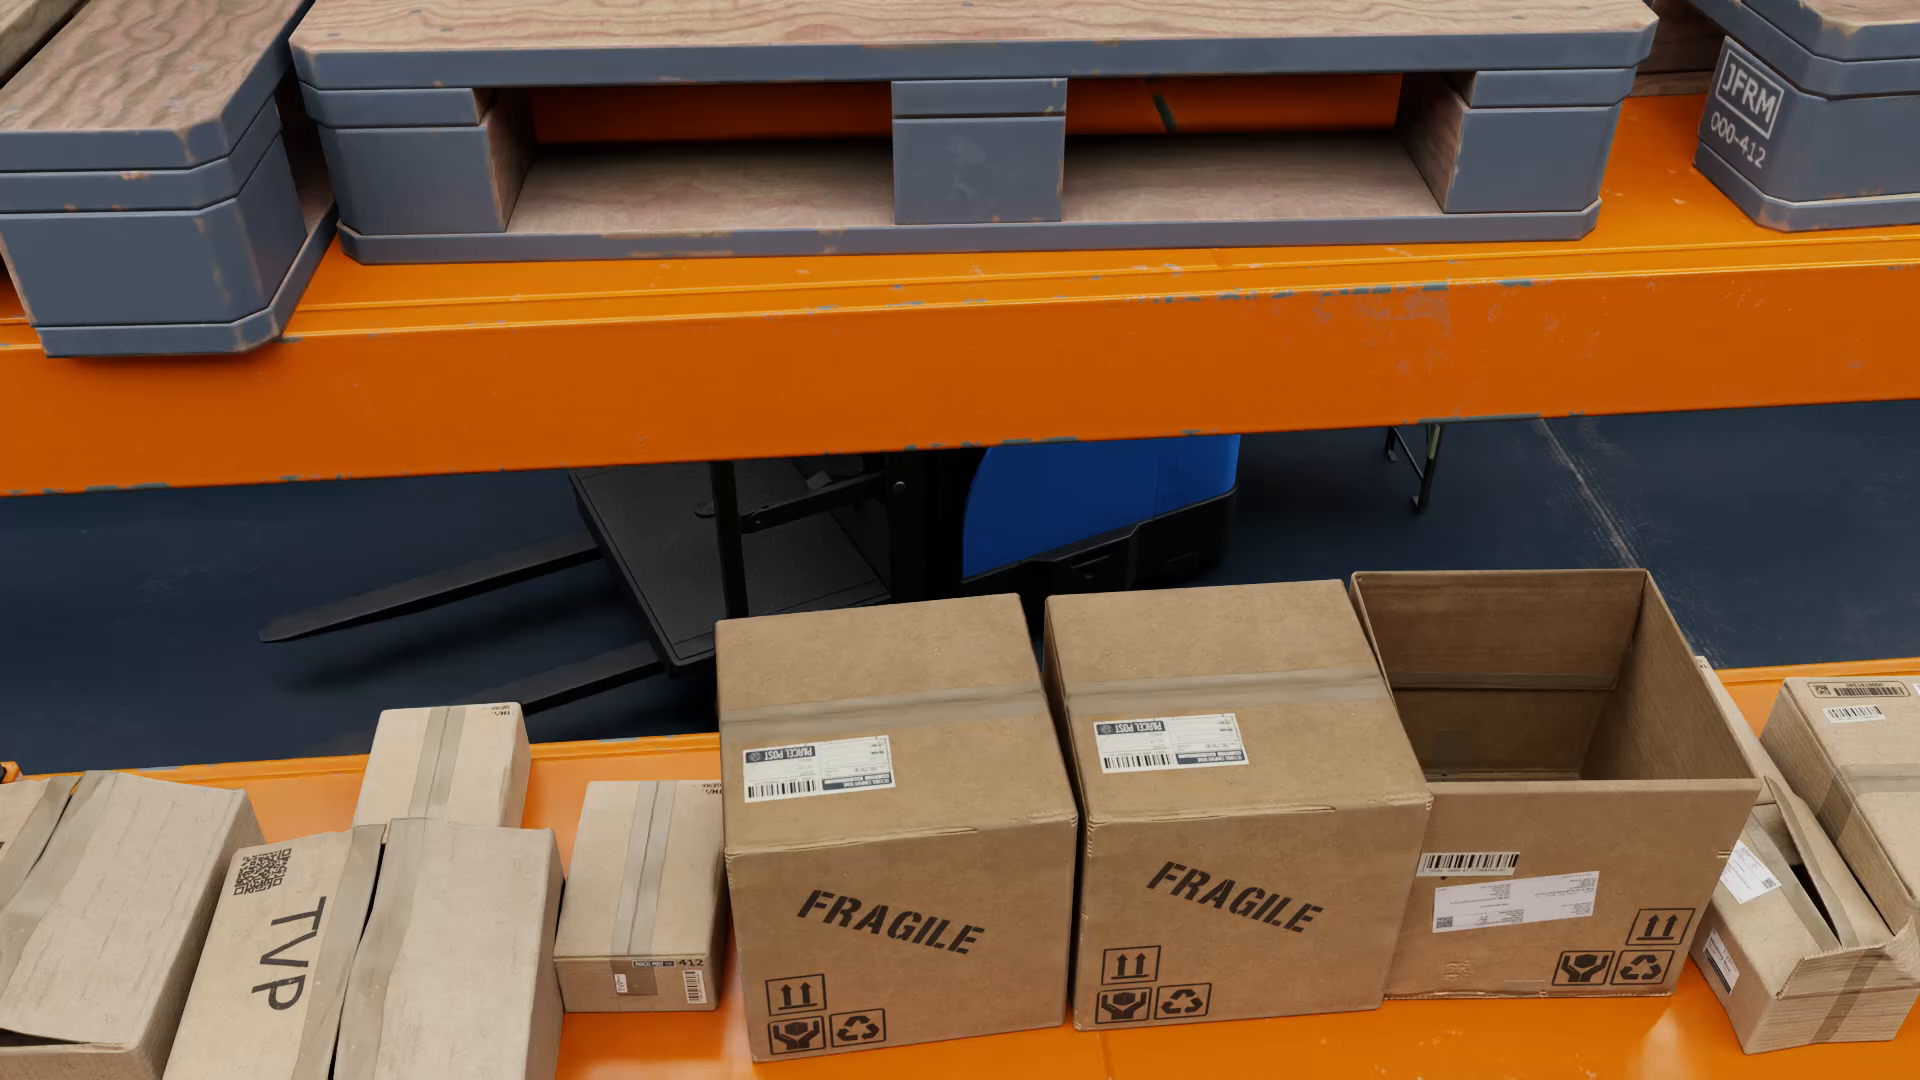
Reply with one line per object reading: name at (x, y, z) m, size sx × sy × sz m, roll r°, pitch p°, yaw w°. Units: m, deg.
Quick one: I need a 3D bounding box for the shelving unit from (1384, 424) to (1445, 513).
shelving unit at (1.248, -0.781, 5.529) m, size 0.755 × 1.500 × 0.431 m, roll -4°, pitch 38°, yaw -5°

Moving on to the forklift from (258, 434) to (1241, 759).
forklift at (-0.627, -0.942, 4.578) m, size 3.031 × 2.935 × 1.130 m, roll -18°, pitch 42°, yaw -21°

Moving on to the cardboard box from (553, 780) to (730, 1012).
cardboard box at (-0.519, 0.589, 2.785) m, size 0.250 × 0.149 × 0.380 m, roll 0°, pitch 38°, yaw -1°

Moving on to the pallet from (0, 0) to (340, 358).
pallet at (-1.116, -0.601, 1.821) m, size 1.003 × 0.211 × 1.213 m, roll -1°, pitch 38°, yaw -2°

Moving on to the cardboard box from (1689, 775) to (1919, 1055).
cardboard box at (1.341, 0.590, 2.690) m, size 0.258 × 0.266 × 0.396 m, roll -4°, pitch 38°, yaw -5°

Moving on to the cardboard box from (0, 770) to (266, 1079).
cardboard box at (-1.418, 0.637, 2.593) m, size 0.500 × 0.311 × 0.500 m, roll -1°, pitch 38°, yaw -1°

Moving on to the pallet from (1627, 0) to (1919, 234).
pallet at (1.323, -0.671, 1.911) m, size 1.217 × 0.209 × 0.805 m, roll -5°, pitch 39°, yaw -6°

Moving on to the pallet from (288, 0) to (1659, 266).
pallet at (-0.002, -0.664, 1.901) m, size 1.213 × 0.211 × 1.003 m, roll -1°, pitch 38°, yaw -2°

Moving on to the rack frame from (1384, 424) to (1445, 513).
rack frame at (1.611, -0.807, 5.562) m, size 0.023 × 1.500 × 0.400 m, roll -4°, pitch 38°, yaw -5°

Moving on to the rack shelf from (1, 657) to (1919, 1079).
rack shelf at (0.208, 0.767, 2.937) m, size 4.000 × 0.370 × 1.077 m, roll -3°, pitch 38°, yaw -4°

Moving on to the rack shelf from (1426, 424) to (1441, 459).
rack shelf at (1.248, -0.525, 5.731) m, size 0.720 × 0.370 × 0.431 m, roll -4°, pitch 38°, yaw -5°

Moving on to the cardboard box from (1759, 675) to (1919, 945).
cardboard box at (1.714, 0.488, 2.831) m, size 0.500 × 0.250 × 0.500 m, roll -1°, pitch 38°, yaw -1°

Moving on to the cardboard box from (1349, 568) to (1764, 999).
cardboard box at (0.909, 0.397, 2.745) m, size 0.500 × 0.500 × 0.500 m, roll -1°, pitch 38°, yaw -1°

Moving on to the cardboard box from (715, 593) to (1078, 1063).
cardboard box at (-0.114, 0.453, 2.673) m, size 0.500 × 0.500 × 0.500 m, roll -5°, pitch 39°, yaw -6°

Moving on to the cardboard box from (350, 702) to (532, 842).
cardboard box at (-0.913, 0.473, 2.931) m, size 0.250 × 0.149 × 0.380 m, roll -3°, pitch 38°, yaw -4°

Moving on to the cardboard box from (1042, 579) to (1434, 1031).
cardboard box at (0.410, 0.424, 2.710) m, size 0.500 × 0.500 × 0.500 m, roll -3°, pitch 38°, yaw -4°

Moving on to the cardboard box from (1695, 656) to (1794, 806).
cardboard box at (1.300, 0.396, 3.029) m, size 0.250 × 0.149 × 0.380 m, roll -3°, pitch 38°, yaw -4°

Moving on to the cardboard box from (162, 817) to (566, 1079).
cardboard box at (-0.876, 0.700, 2.513) m, size 0.500 × 0.311 × 0.500 m, roll -4°, pitch 38°, yaw -5°
